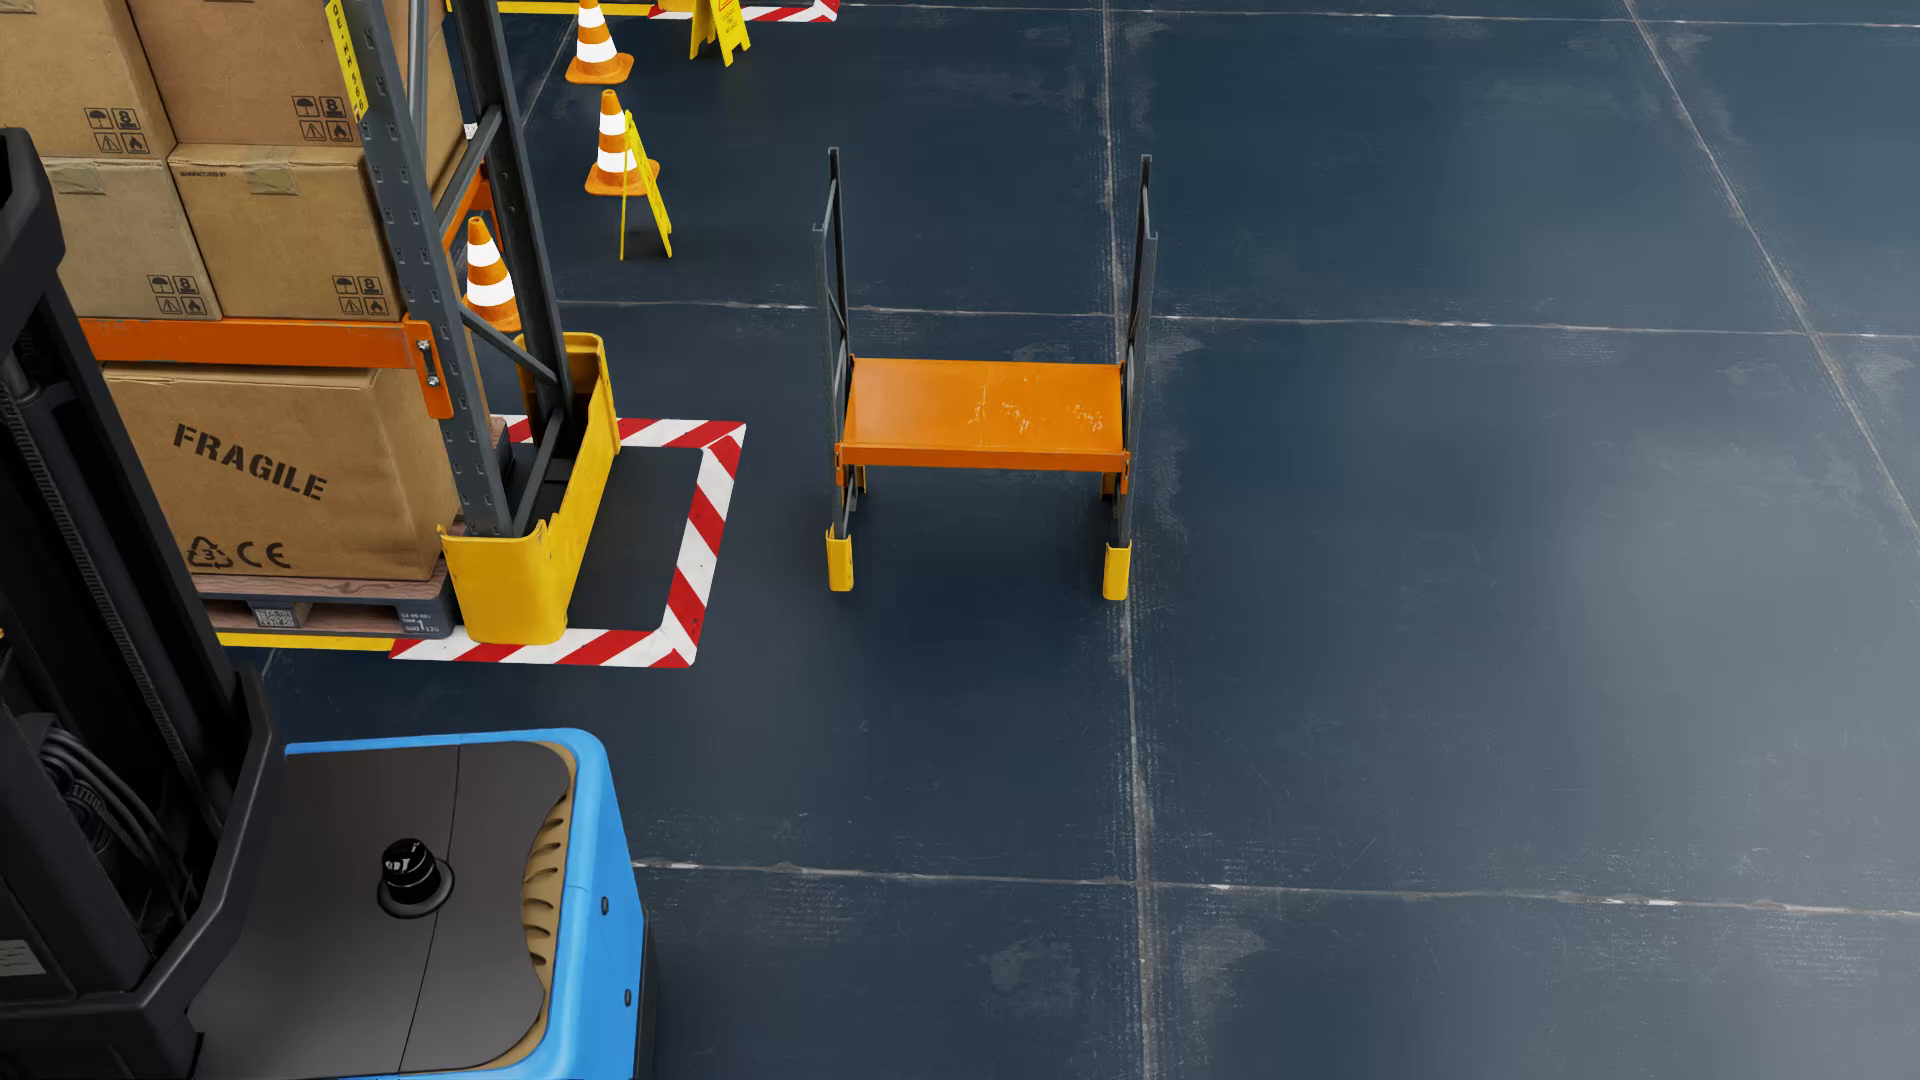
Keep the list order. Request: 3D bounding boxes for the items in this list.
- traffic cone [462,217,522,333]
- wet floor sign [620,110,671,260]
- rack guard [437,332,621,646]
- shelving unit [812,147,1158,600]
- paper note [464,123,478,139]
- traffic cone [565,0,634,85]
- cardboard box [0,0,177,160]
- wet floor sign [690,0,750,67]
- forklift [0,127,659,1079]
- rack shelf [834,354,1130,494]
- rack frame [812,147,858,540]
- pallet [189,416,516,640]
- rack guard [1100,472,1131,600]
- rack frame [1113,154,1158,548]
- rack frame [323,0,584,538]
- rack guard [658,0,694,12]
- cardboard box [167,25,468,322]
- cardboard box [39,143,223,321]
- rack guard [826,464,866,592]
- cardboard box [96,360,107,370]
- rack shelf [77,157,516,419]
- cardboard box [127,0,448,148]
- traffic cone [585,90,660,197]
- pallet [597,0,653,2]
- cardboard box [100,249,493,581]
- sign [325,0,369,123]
[{"bbox_3d":[-2.044,-1.184,7.182,0.334,0.463,0.336,2,43,2],"label":"traffic cone"},{"bbox_3d":[-1.459,-1.615,7.511,0.232,0.644,0.267,-5,43,-5],"label":"wet floor sign"},{"bbox_3d":[-1.554,-0.214,6.113,0.348,0.500,1.175,2,43,2],"label":"rack guard"},{"bbox_3d":[0.076,-0.546,5.736,1.083,1.500,0.587,2,43,2],"label":"shelving unit"},{"bbox_3d":[-2.490,-2.090,8.471,0.142,0.019,0.148,-12,44,-13],"label":"paper note"},{"bbox_3d":[-1.943,-2.710,8.819,0.334,0.463,0.336,2,43,2],"label":"traffic cone"},{"bbox_3d":[-2.500,-1.571,4.834,0.550,0.550,0.875,2,43,2],"label":"cardboard box"},{"bbox_3d":[-1.314,-2.907,8.897,0.232,0.644,0.267,16,45,16],"label":"wet floor sign"},{"bbox_3d":[-2.349,0.585,3.472,3.031,2.935,1.130,-3,43,-3],"label":"forklift"},{"bbox_3d":[0.085,-0.415,5.859,1.000,0.185,0.538,2,43,2],"label":"rack shelf"},{"bbox_3d":[-0.423,-0.562,5.753,0.032,1.500,0.500,2,43,2],"label":"rack frame"},{"bbox_3d":[-2.380,-0.080,6.181,1.213,0.211,1.003,2,43,2],"label":"pallet"},{"bbox_3d":[0.574,-0.074,6.146,0.087,0.250,0.587,2,43,2],"label":"rack guard"},{"bbox_3d":[0.593,-0.531,5.719,0.032,1.500,0.500,2,43,2],"label":"rack frame"},{"bbox_3d":[-1.578,-1.129,5.262,0.127,3.000,1.000,2,43,2],"label":"rack frame"},{"bbox_3d":[-1.531,-3.591,9.738,0.348,0.500,1.175,2,43,2],"label":"rack guard"},{"bbox_3d":[-1.950,-1.165,5.190,0.550,0.550,0.875,2,43,2],"label":"cardboard box"},{"bbox_3d":[-2.501,-1.167,5.192,0.550,0.550,0.875,2,43,2],"label":"cardboard box"},{"bbox_3d":[-0.421,-0.104,6.179,0.087,0.250,0.587,2,43,2],"label":"rack guard"},{"bbox_3d":[-3.137,-0.507,5.844,0.875,0.875,0.875,1,43,1],"label":"cardboard box"},{"bbox_3d":[-3.576,-0.928,5.573,4.000,0.370,1.077,2,43,2],"label":"rack shelf"},{"bbox_3d":[-1.947,-1.617,4.883,0.550,0.550,0.875,2,43,2],"label":"cardboard box"},{"bbox_3d":[-1.654,-1.943,7.997,0.334,0.463,0.336,2,43,2],"label":"traffic cone"},{"bbox_3d":[-2.341,-3.534,9.889,1.213,0.211,1.003,2,43,2],"label":"pallet"},{"bbox_3d":[-2.258,-0.481,5.817,0.875,0.875,0.875,2,43,2],"label":"cardboard box"},{"bbox_3d":[-1.616,-1.271,4.390,0.005,0.325,0.100,2,43,2],"label":"sign"}]
